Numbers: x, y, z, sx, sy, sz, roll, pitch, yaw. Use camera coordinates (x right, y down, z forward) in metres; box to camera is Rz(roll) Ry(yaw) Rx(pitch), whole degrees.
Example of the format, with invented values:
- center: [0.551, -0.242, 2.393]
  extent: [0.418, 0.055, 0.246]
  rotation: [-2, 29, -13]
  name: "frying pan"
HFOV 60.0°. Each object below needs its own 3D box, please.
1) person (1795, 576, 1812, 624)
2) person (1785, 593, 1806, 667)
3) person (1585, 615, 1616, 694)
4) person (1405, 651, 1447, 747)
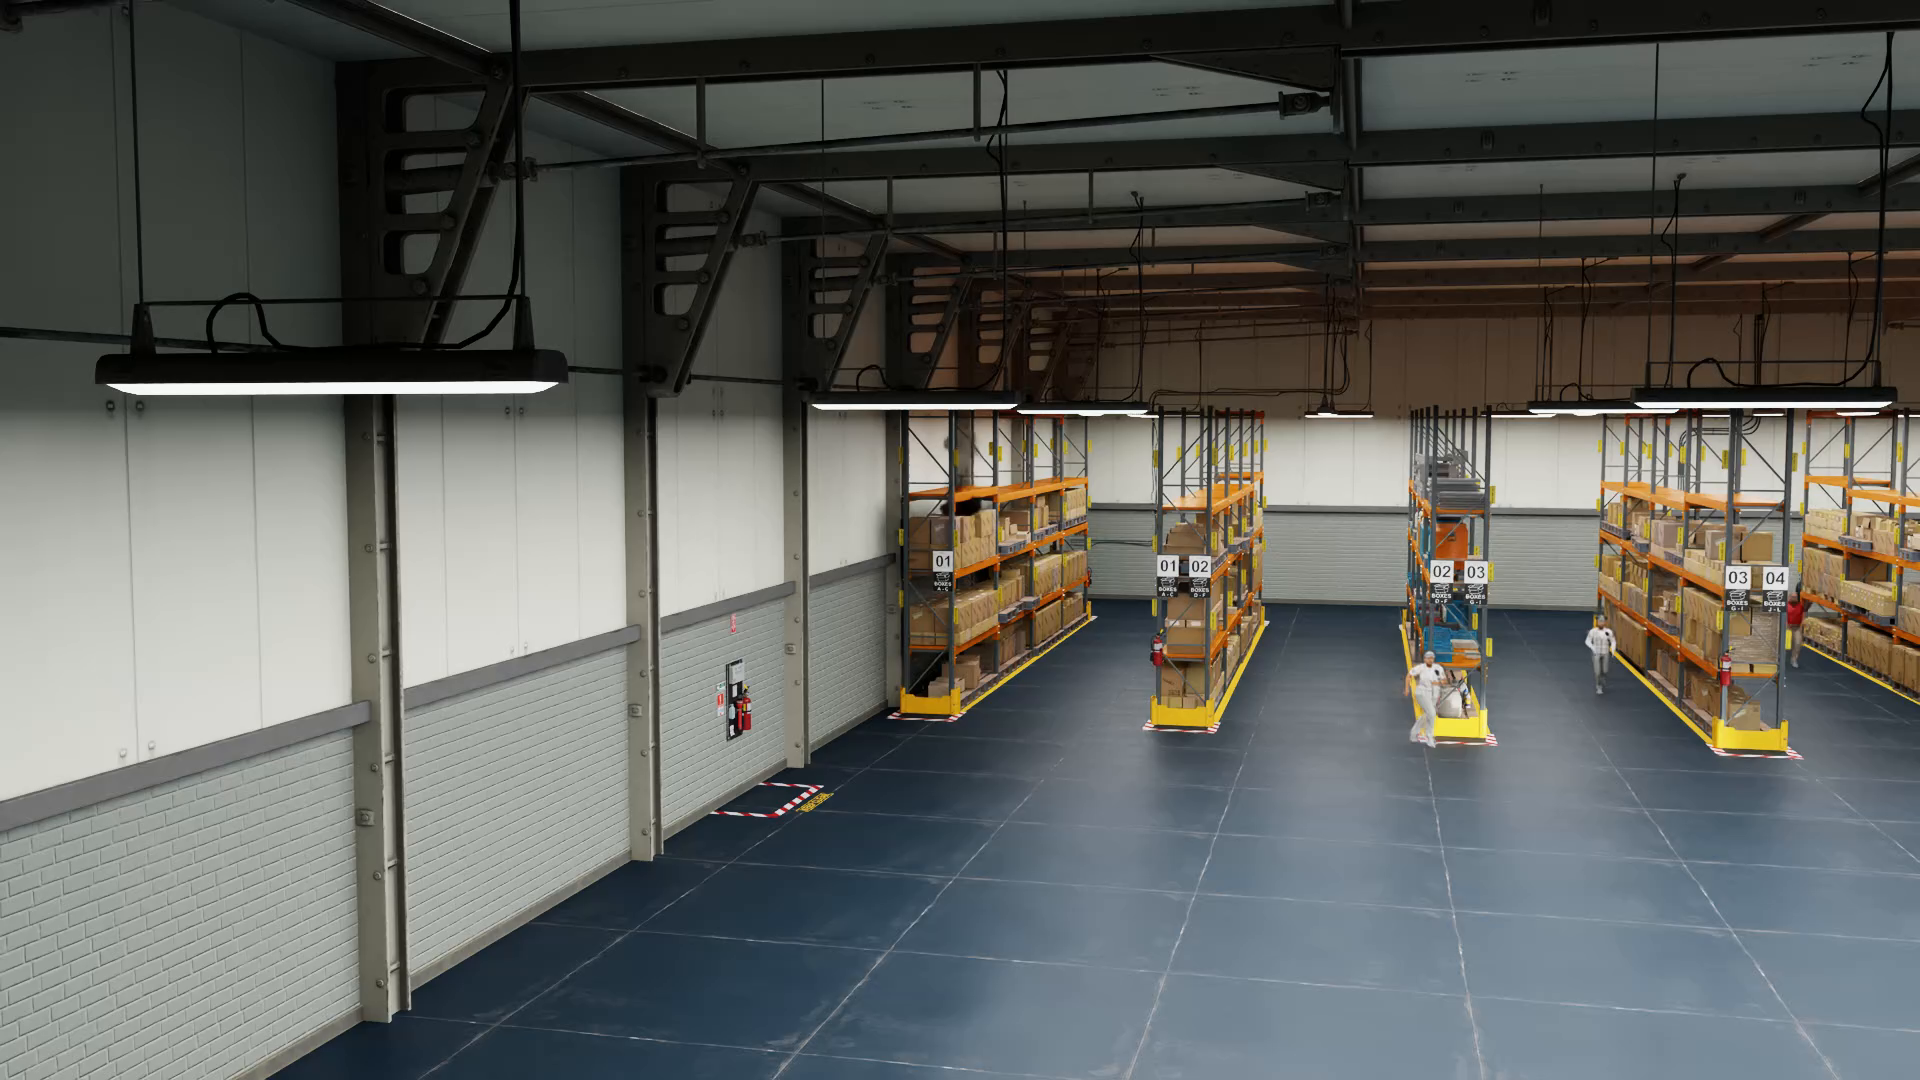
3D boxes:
- center: [22.687, 1.681, 44.658]
  extent: [0.654, 1.678, 0.654]
  rotation: [-1, 4, -15]
  name: "person"
- center: [19.516, 2.102, 39.019]
  extent: [0.673, 1.735, 0.814]
  rotation: [0, 4, 6]
  name: "person"
- center: [13.490, 2.397, 35.007]
  extent: [0.616, 1.659, 0.539]
  rotation: [1, 4, 17]
  name: "person"
- center: [8.263, 2.800, 29.443]
  extent: [0.636, 1.668, 0.659]
  rotation: [-1, 4, -17]
  name: "person"
